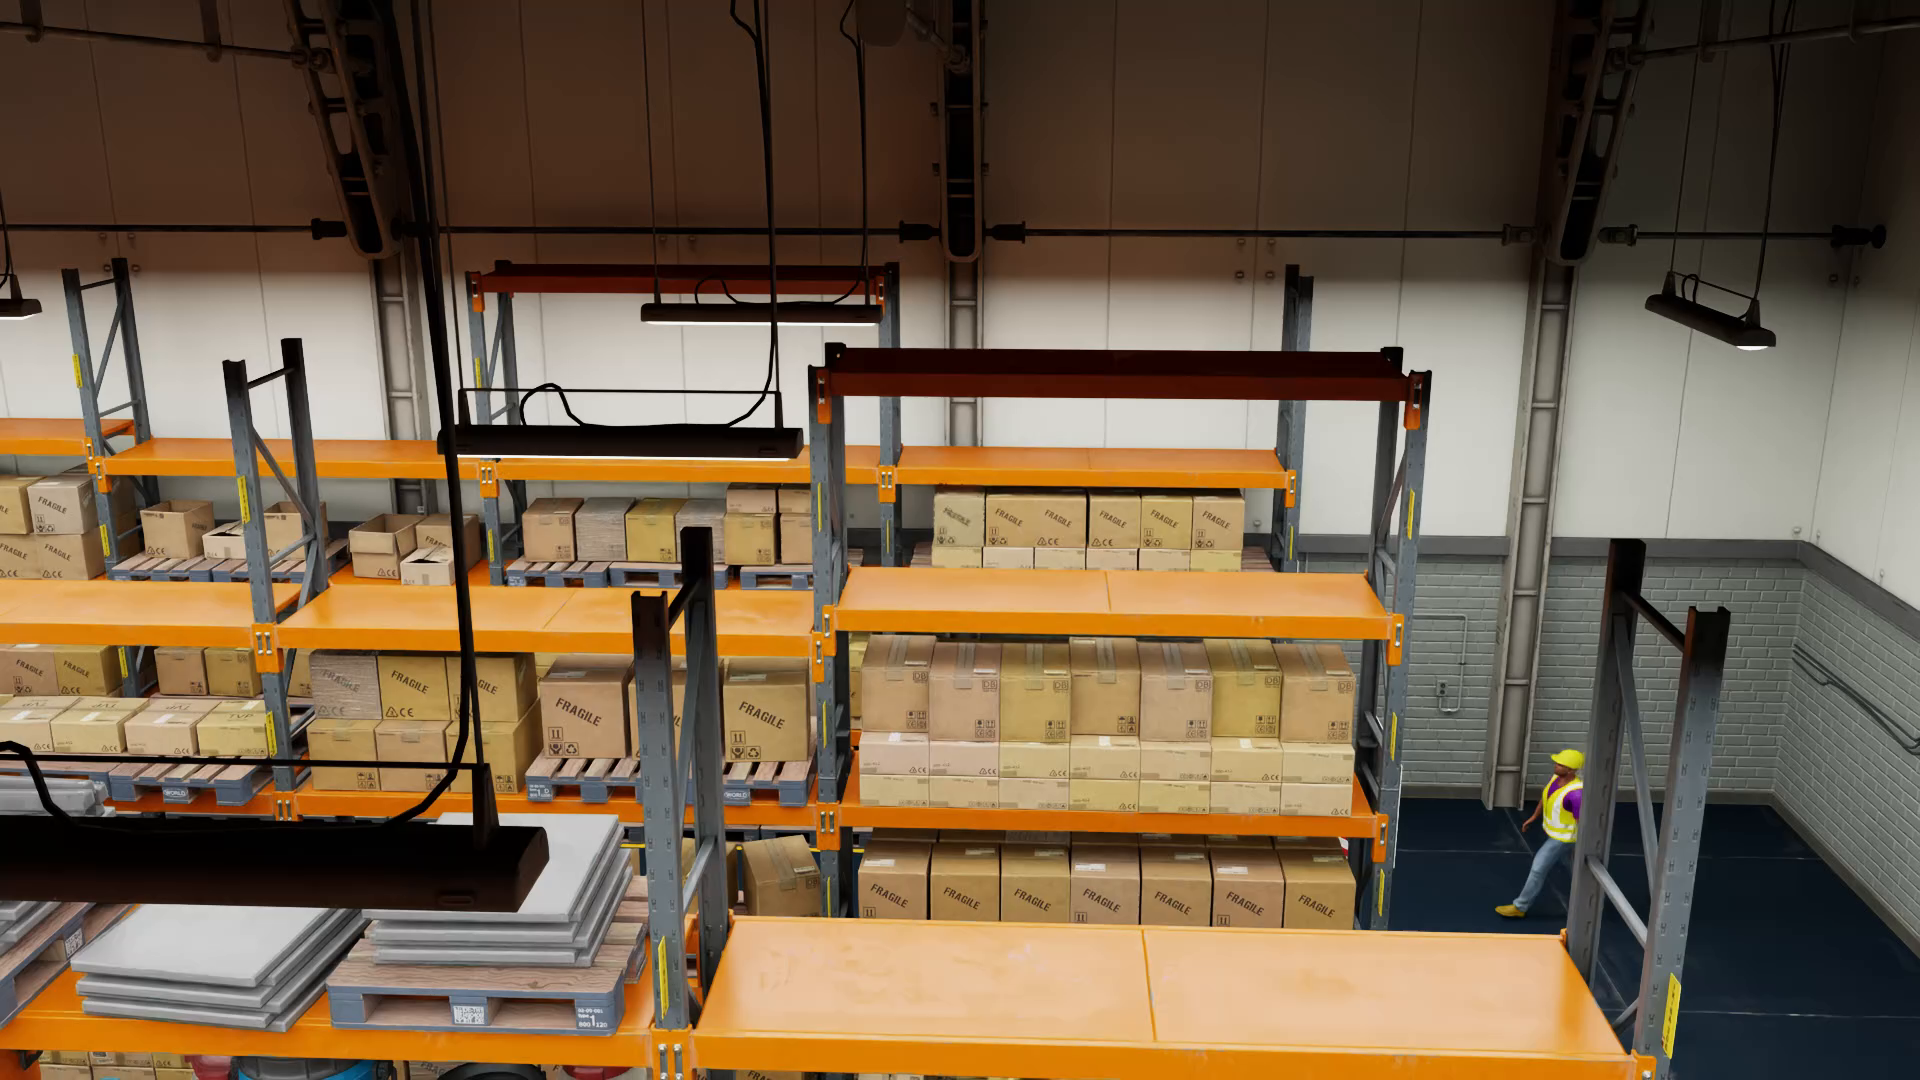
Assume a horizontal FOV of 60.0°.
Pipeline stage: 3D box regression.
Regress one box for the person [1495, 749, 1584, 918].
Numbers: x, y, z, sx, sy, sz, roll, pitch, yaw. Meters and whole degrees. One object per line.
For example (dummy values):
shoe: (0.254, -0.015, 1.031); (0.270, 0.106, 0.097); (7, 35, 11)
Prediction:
person: (5.703, 2.789, 15.914); (1.093, 1.714, 0.634); (0, 16, 0)
